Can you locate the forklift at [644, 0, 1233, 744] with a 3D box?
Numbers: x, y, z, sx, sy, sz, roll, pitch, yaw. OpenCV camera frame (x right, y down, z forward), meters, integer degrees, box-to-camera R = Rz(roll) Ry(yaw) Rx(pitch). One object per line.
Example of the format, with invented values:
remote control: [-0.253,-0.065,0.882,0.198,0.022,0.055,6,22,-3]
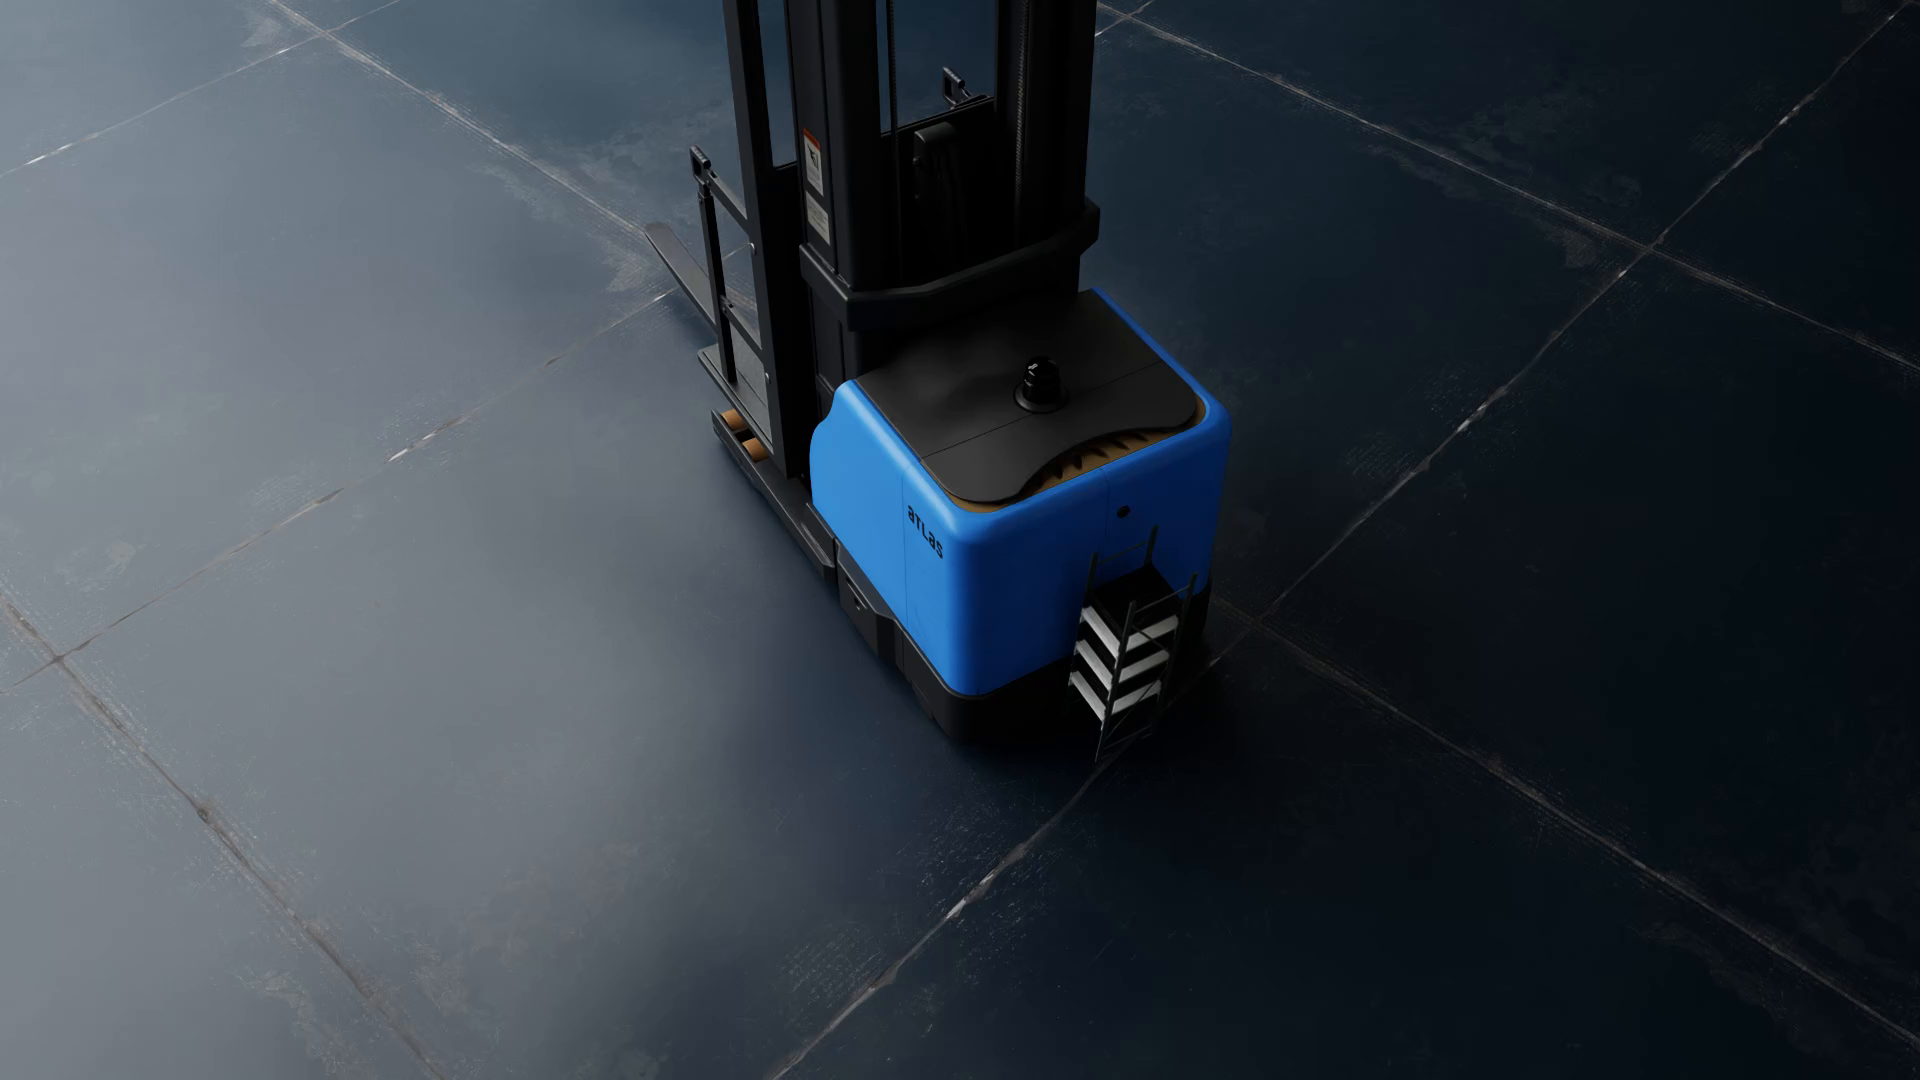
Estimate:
forklift: [-0.316,-1.394,5.548,1.130,2.935,3.031,-23,51,-20]

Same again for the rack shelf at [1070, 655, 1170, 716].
rack shelf: [0.520,0.424,5.391,0.258,0.077,0.200,-23,57,-20]

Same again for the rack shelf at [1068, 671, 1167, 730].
rack shelf: [0.515,0.480,5.462,0.258,0.077,0.200,-23,57,-20]

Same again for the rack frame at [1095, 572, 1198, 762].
rack frame: [0.578,0.418,5.242,0.240,0.900,0.006,-23,57,-20]

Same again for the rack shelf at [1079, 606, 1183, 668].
rack shelf: [0.534,0.257,5.179,0.258,0.077,0.200,-23,57,-20]

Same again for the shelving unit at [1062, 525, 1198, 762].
shelving unit: [0.526,0.348,5.294,0.258,0.900,0.210,-23,57,-20]

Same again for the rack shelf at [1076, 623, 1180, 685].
rack shelf: [0.529,0.313,5.250,0.258,0.077,0.200,-23,57,-20]

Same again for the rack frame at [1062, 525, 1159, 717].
rack frame: [0.475,0.278,5.346,0.240,0.900,0.006,-23,57,-20]

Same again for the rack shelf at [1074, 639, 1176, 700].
rack shelf: [0.525,0.369,5.320,0.258,0.077,0.200,-23,57,-20]

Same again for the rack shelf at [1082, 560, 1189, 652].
rack shelf: [0.539,0.202,5.109,0.258,0.077,0.200,-23,57,-20]
